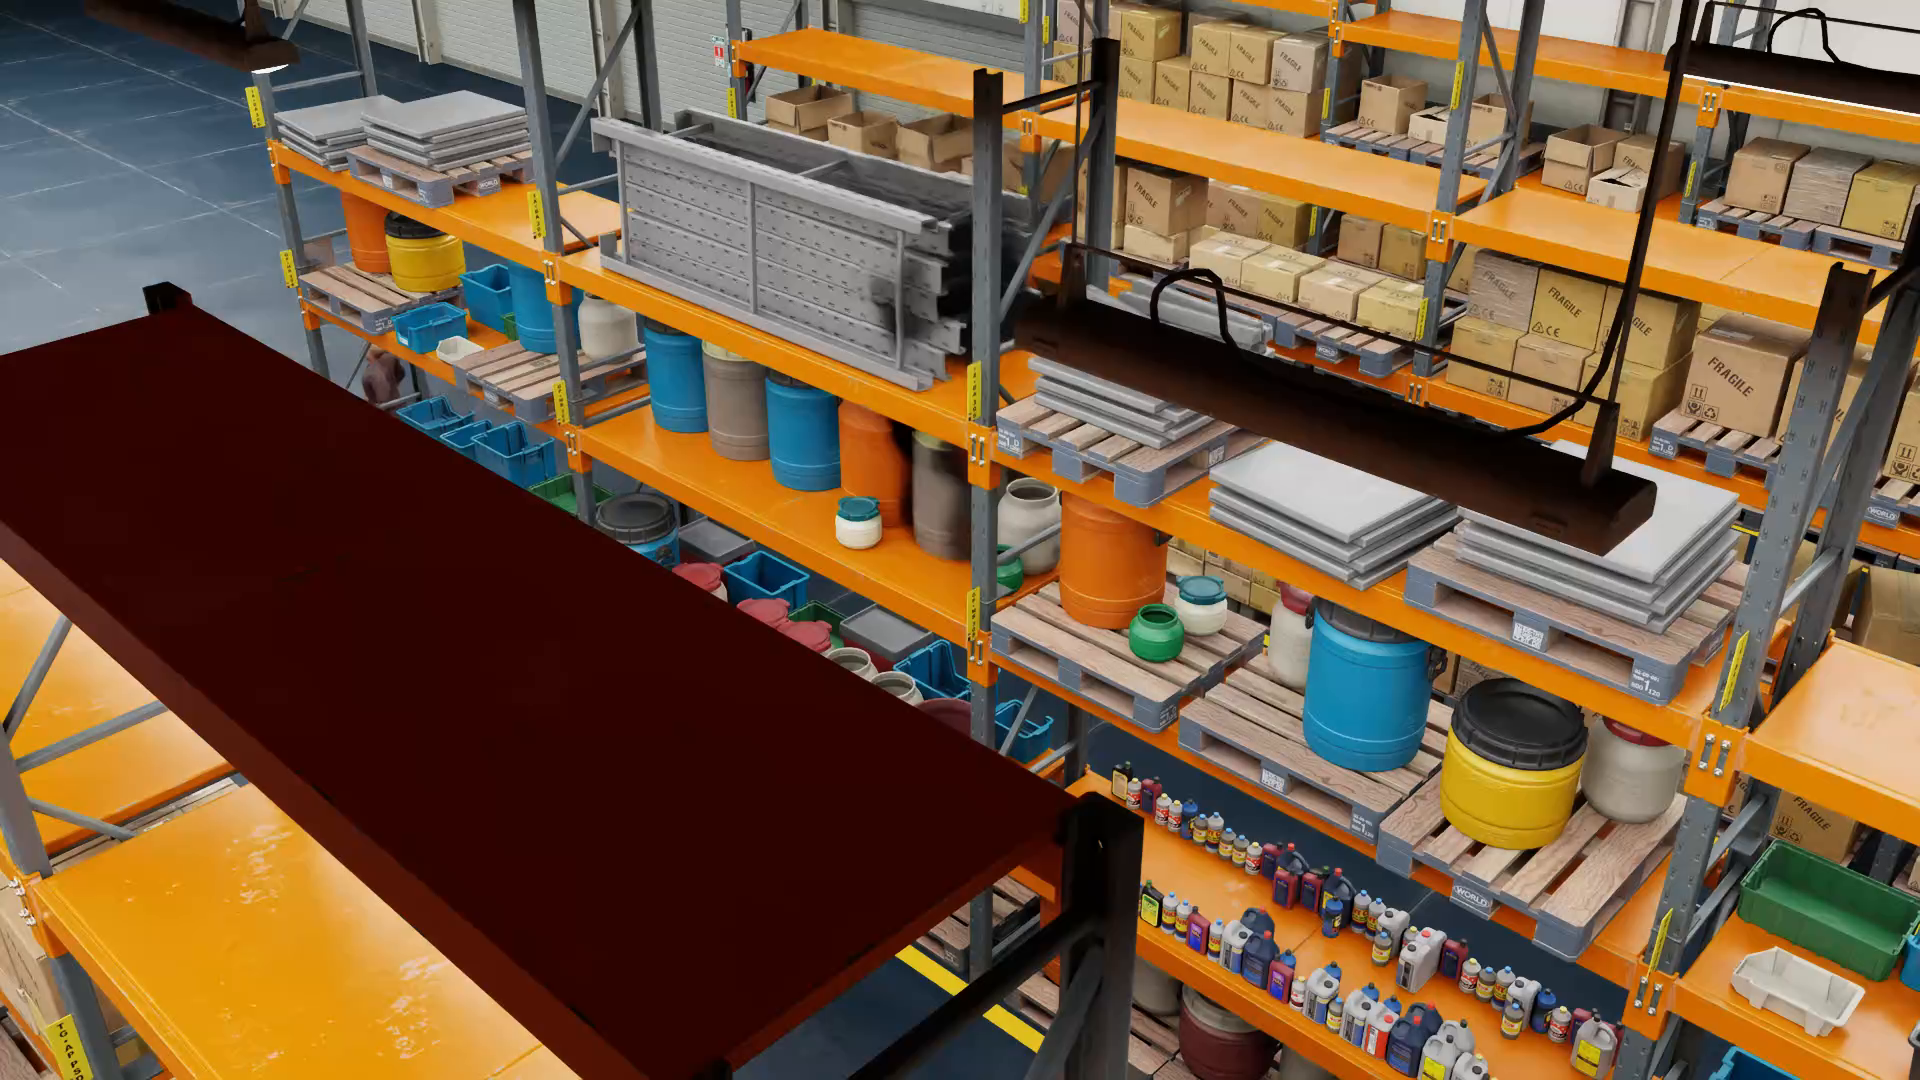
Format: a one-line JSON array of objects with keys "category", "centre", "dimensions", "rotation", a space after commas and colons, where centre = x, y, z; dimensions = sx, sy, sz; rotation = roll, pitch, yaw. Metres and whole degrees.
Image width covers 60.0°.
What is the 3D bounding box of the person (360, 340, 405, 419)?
[{"category": "person", "centre": [-5.683, -1.231, 16.678], "dimensions": [0.651, 1.736, 0.734], "rotation": [-1, 29, -1]}]
